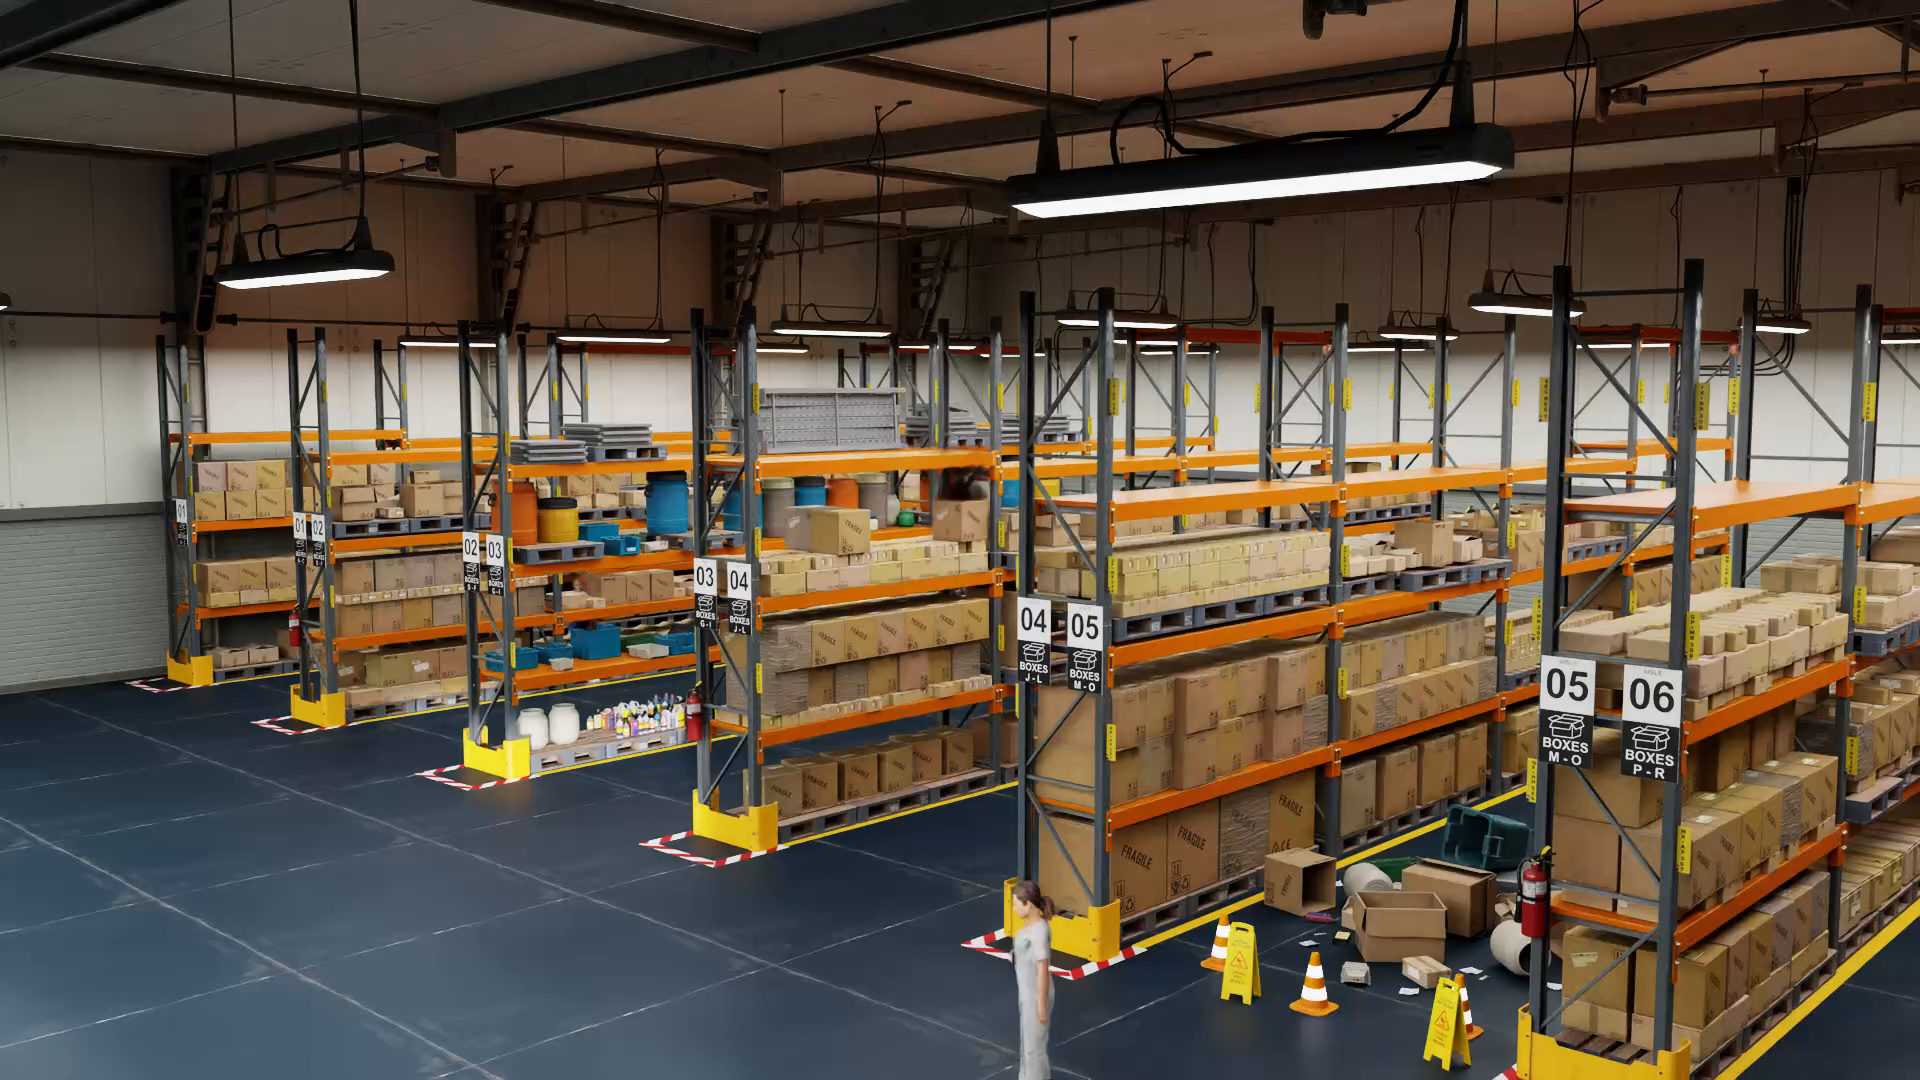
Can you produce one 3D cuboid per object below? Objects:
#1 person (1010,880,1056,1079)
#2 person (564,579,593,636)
[{"bbox_3d":[0.484,3.228,11.713,0.391,1.675,0.529,0,5,0],"label":"person"},{"bbox_3d":[-7.139,1.499,30.792,0.919,1.547,0.448,-5,7,-40],"label":"person"}]
